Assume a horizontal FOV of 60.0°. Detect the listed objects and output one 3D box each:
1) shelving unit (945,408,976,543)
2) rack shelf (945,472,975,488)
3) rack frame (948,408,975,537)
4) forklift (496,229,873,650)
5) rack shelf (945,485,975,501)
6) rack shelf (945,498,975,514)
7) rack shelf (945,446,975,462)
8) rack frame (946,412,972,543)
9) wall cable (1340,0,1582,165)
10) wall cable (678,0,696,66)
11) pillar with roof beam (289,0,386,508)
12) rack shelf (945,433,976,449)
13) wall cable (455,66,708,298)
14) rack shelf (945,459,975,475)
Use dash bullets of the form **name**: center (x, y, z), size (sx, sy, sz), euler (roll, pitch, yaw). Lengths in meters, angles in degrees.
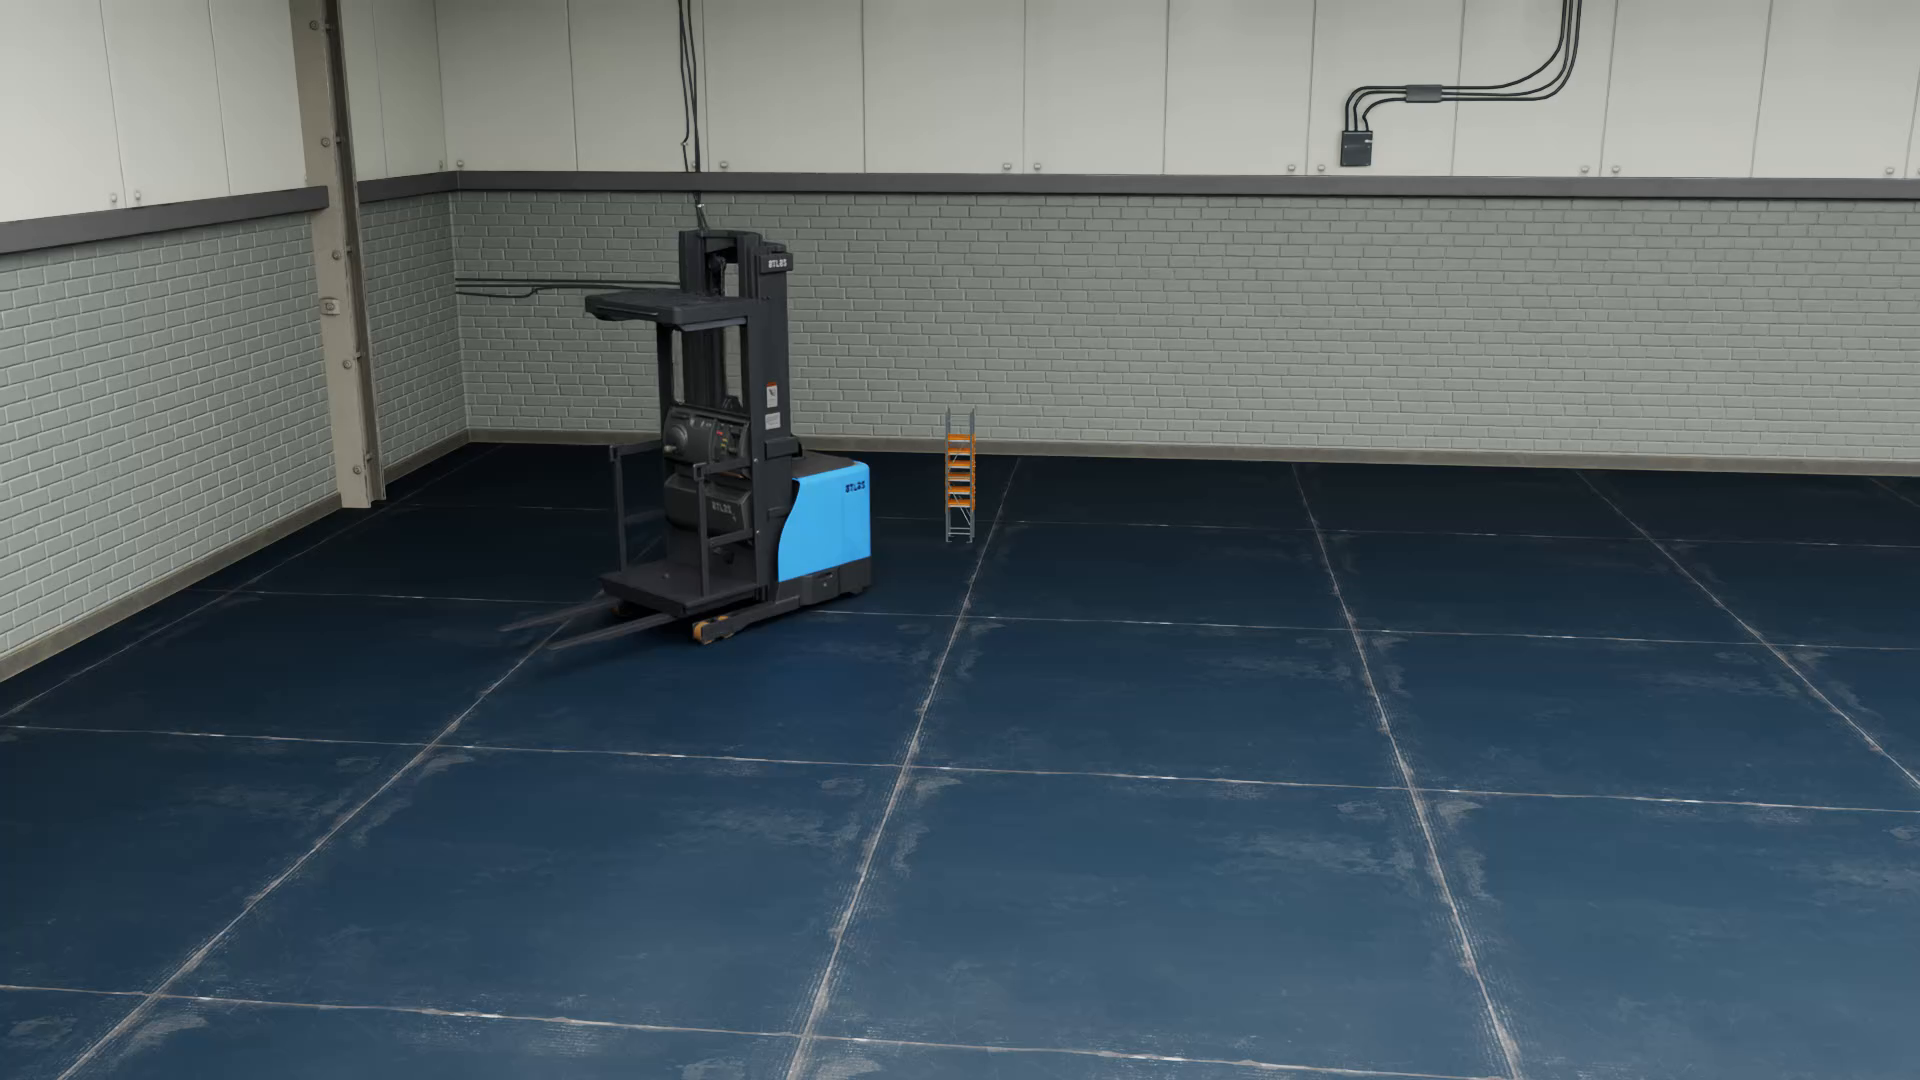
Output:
- **shelving unit**: center (0.002, -0.583, 15.019), size (0.258, 1.200, 0.189), euler (2, 15, 6)
- **rack shelf**: center (0.002, -0.540, 15.031), size (0.258, 0.103, 0.180), euler (2, 15, 6)
- **rack frame**: center (0.012, -0.607, 15.107), size (0.240, 1.200, 0.006), euler (2, 15, 6)
- **forklift**: center (-2.071, -0.793, 12.481), size (1.130, 2.935, 3.031), euler (13, 20, 40)
- **rack shelf**: center (0.002, -0.424, 15.062), size (0.258, 0.103, 0.180), euler (2, 15, 6)
- **rack shelf**: center (0.002, -0.308, 15.094), size (0.258, 0.103, 0.180), euler (2, 15, 6)
- **rack shelf**: center (0.002, -0.772, 14.968), size (0.258, 0.103, 0.180), euler (2, 15, 6)
- **rack frame**: center (-0.009, -0.559, 14.932), size (0.240, 1.200, 0.006), euler (2, 15, 6)
- **wall cable**: center (5.142, -6.797, 16.542), size (2.305, 6.003, 0.169), euler (2, 15, 6)
- **wall cable**: center (-1.601, -6.298, 17.487), size (3.097, 2.526, 0.112), euler (2, 15, 6)
- **pillar with roof beam**: center (-1.658, -4.587, 14.885), size (9.100, 9.000, 0.400), euler (2, 15, 6)
- **rack shelf**: center (0.002, -0.888, 14.937), size (0.258, 0.103, 0.180), euler (2, 15, 6)
- **wall cable**: center (-4.289, -3.940, 18.441), size (3.097, 2.526, 0.112), euler (2, 15, 6)
- **rack shelf**: center (0.002, -0.656, 15.000), size (0.258, 0.103, 0.180), euler (2, 15, 6)
